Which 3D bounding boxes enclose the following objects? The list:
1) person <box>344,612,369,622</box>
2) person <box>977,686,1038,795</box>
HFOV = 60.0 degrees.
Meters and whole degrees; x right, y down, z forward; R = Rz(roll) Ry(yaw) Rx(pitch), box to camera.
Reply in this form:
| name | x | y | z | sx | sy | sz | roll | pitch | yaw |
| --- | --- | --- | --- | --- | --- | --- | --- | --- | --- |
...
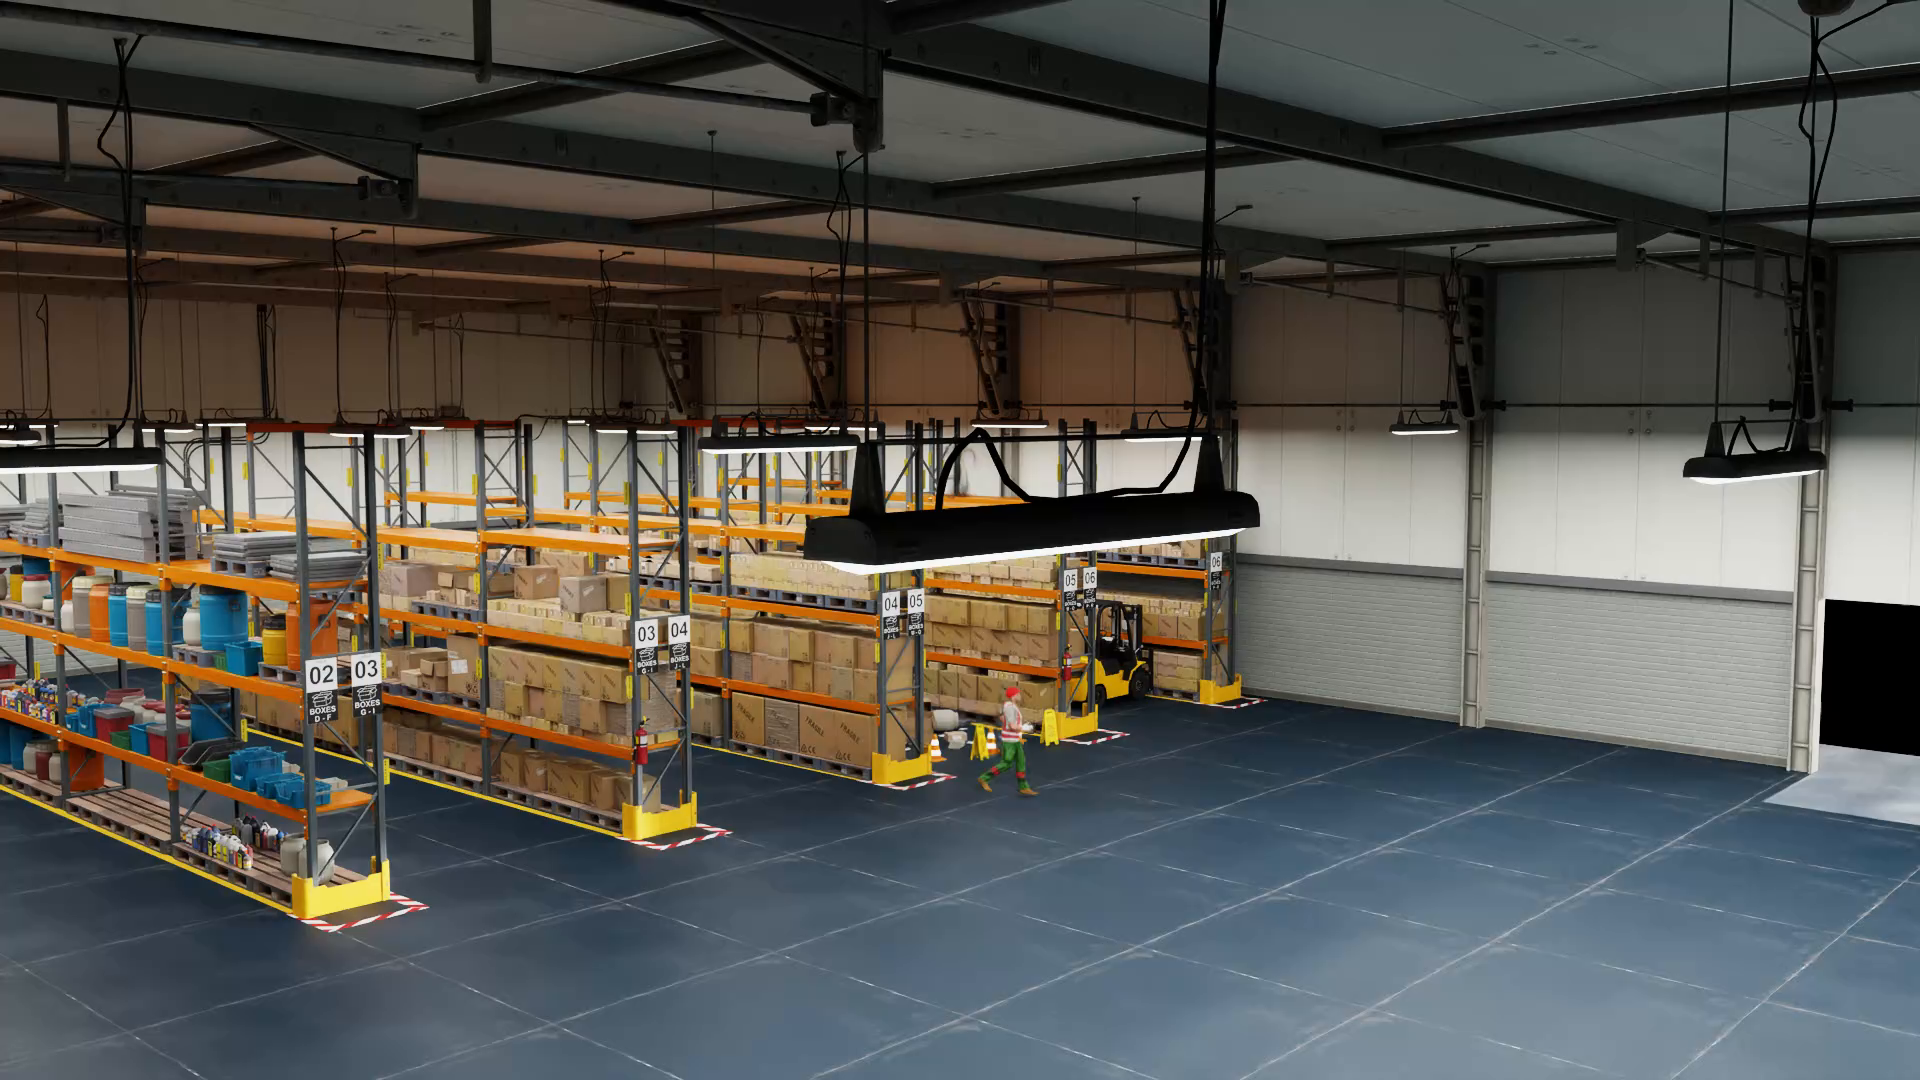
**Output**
| name | x | y | z | sx | sy | sz | roll | pitch | yaw |
| --- | --- | --- | --- | --- | --- | --- | --- | --- | --- |
| person | -14.041 | 2.297 | 38.570 | 0.726 | 1.758 | 0.947 | 0 | 5 | -4 |
| person | 0.770 | 3.245 | 26.830 | 0.990 | 1.789 | 0.670 | 0 | 5 | 1 |
